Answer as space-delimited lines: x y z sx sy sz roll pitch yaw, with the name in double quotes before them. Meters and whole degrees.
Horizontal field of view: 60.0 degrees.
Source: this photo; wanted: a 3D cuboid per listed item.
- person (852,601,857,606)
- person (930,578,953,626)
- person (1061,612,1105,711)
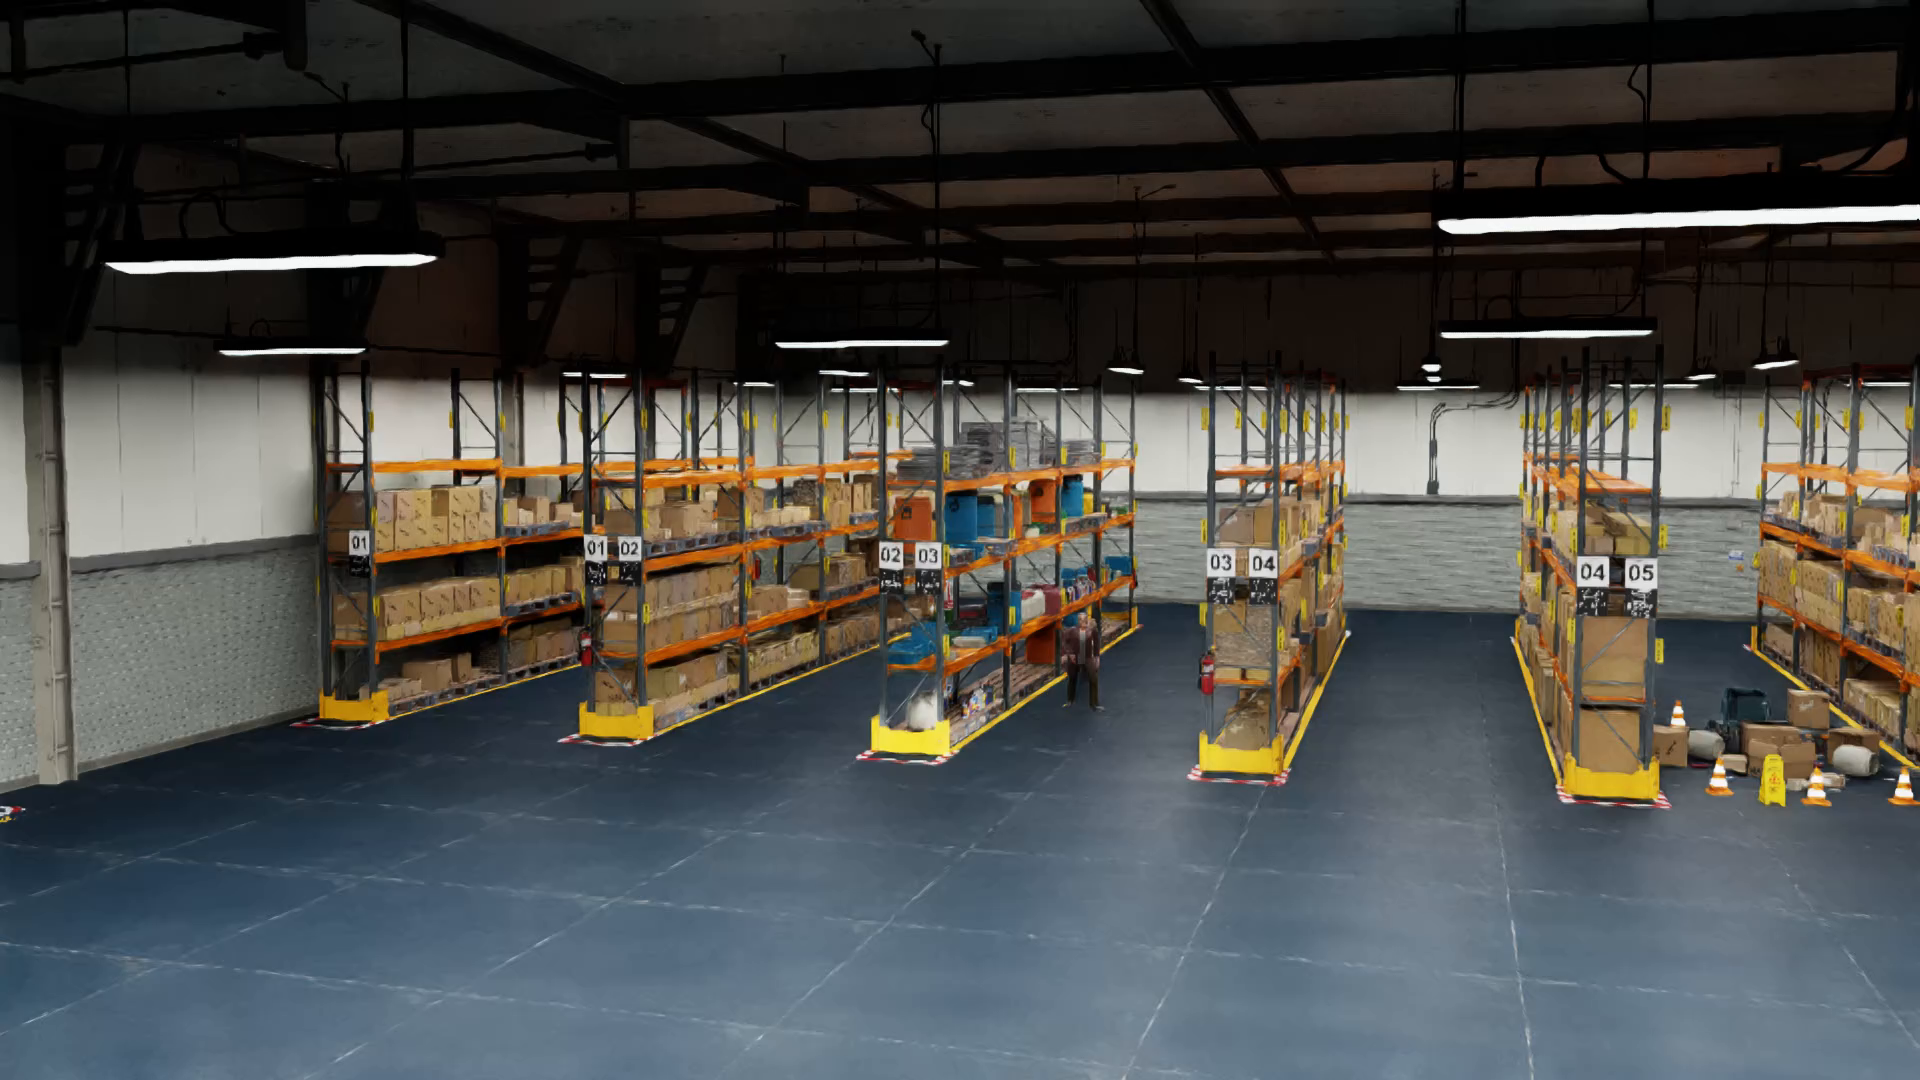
"person" -2.978 1.050 43.955 0.488 1.587 1.089 1 4 14
"person" -0.356 1.521 36.693 0.677 1.741 0.552 1 4 14
"person" 2.105 2.080 28.774 0.735 1.712 0.904 0 4 0
